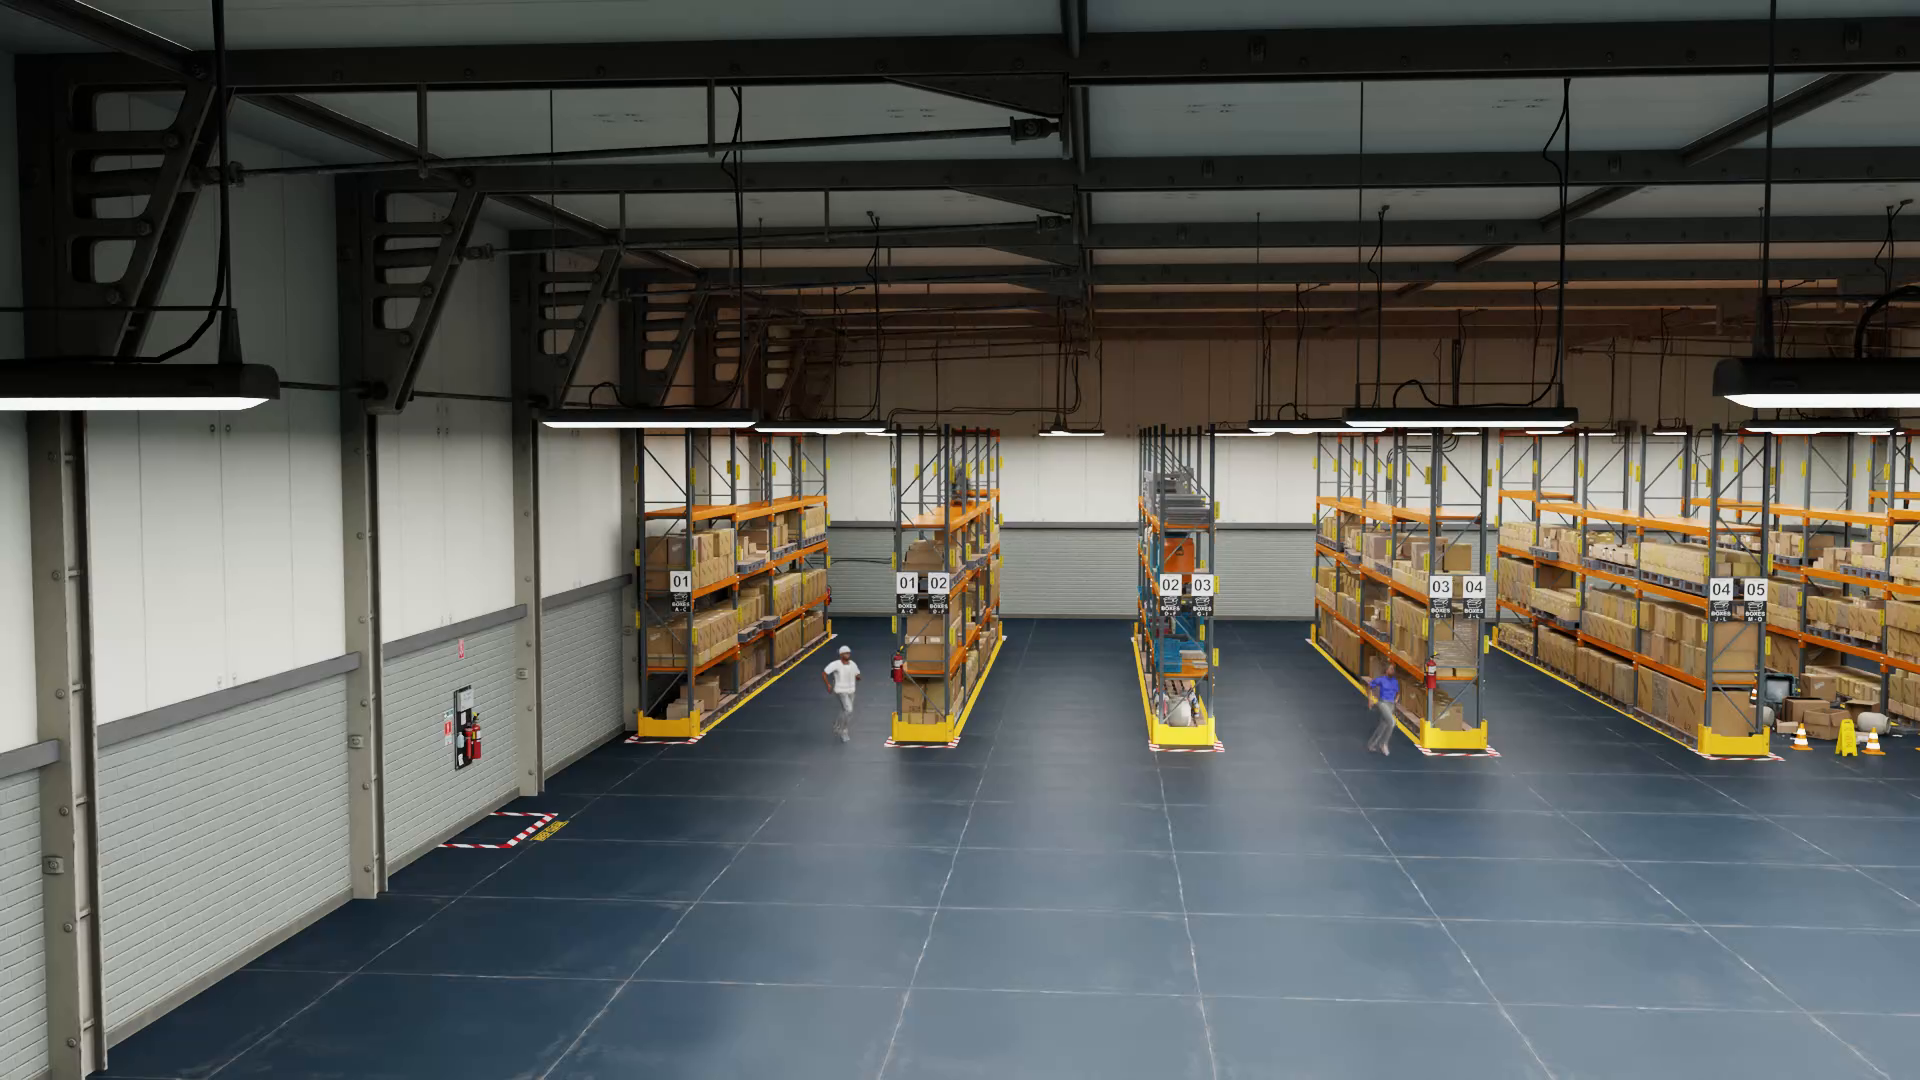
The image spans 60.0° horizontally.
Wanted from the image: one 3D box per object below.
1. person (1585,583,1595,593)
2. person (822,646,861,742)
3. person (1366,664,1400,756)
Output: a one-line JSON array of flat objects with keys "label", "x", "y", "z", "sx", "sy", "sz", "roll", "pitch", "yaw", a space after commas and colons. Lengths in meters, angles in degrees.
[{"label": "person", "x": 17.905, "y": 2.033, "z": 47.377, "sx": 0.539, "sy": 1.628, "sz": 0.600, "roll": 0, "pitch": 3, "yaw": -6}, {"label": "person", "x": -2.182, "y": 2.922, "z": 31.594, "sx": 0.677, "sy": 1.817, "sz": 0.756, "roll": -3, "pitch": 5, "yaw": -45}, {"label": "person", "x": 7.763, "y": 3.061, "z": 30.235, "sx": 0.571, "sy": 1.614, "sz": 0.650, "roll": -2, "pitch": 4, "yaw": -29}]
